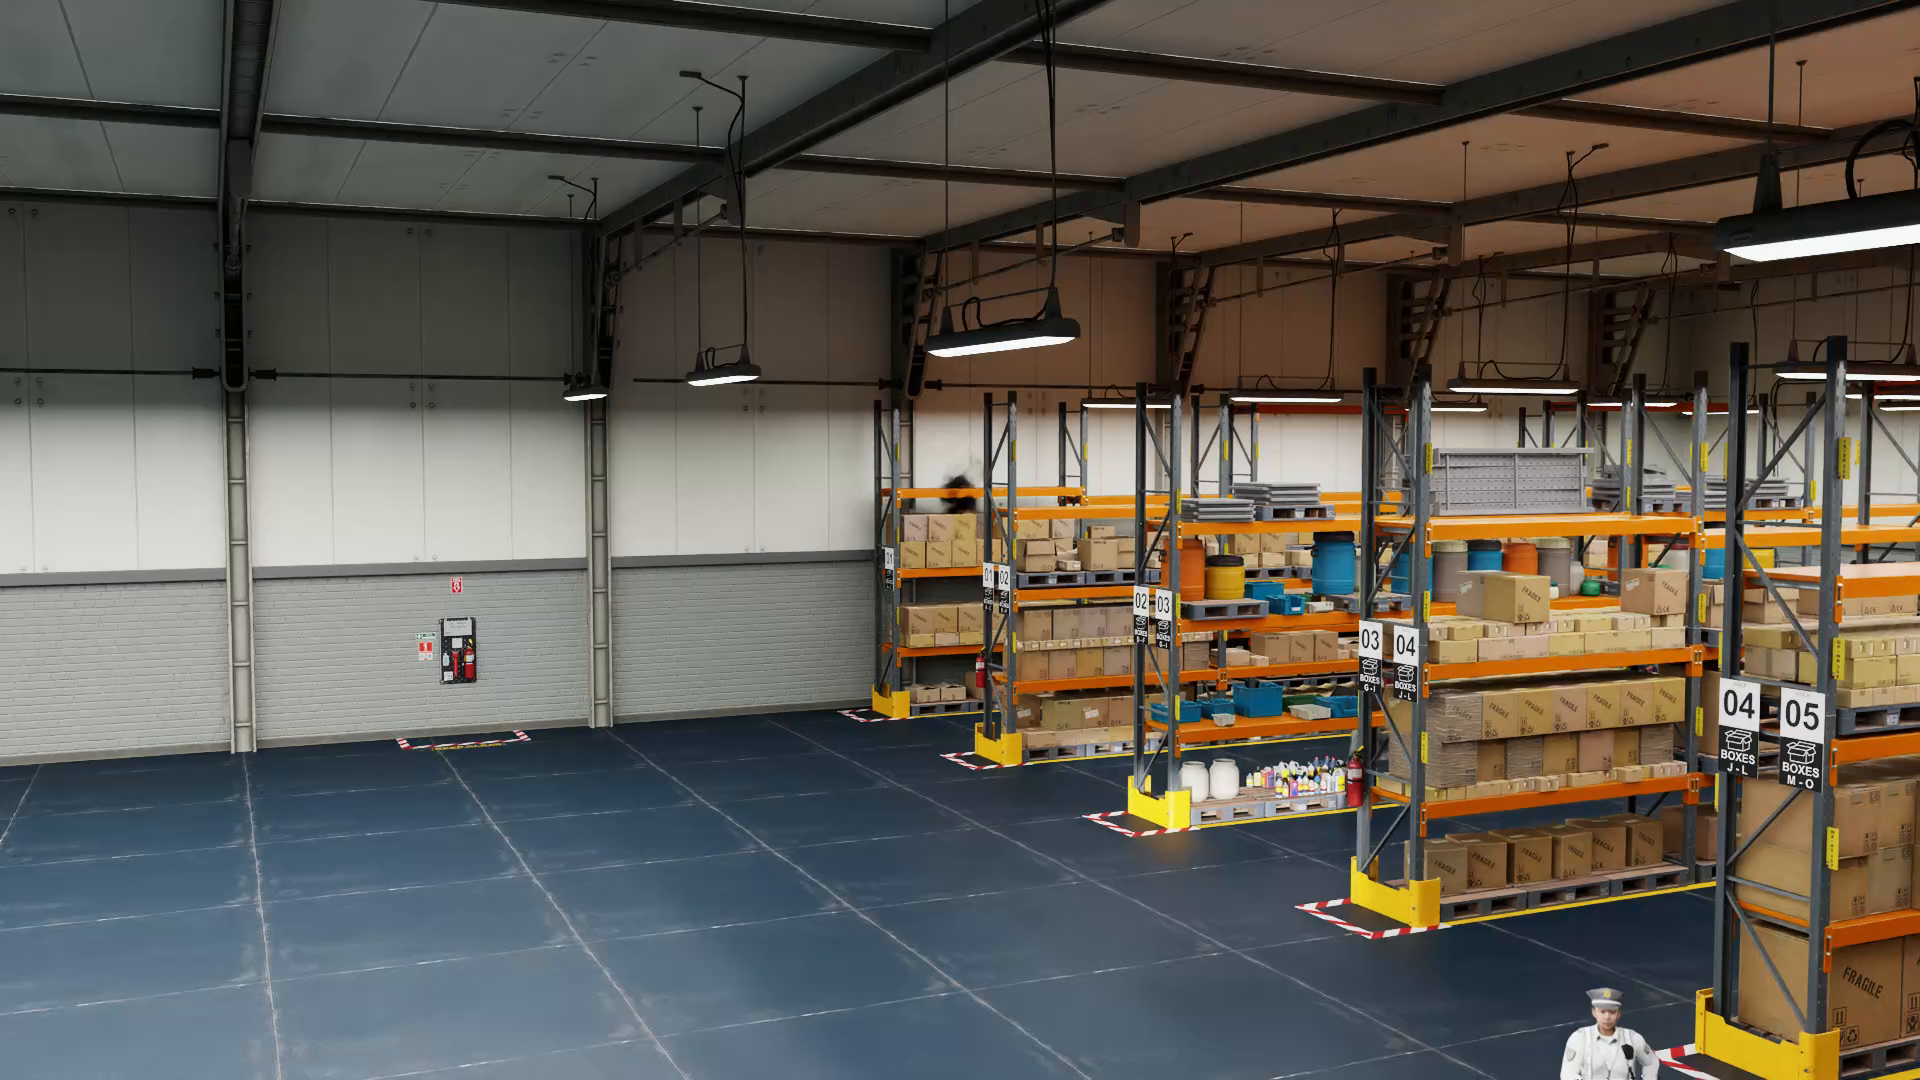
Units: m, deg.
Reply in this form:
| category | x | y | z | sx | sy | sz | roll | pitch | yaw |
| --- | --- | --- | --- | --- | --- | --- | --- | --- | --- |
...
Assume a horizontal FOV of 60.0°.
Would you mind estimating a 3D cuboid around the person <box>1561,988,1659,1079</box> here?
| category | x | y | z | sx | sy | sz | roll | pitch | yaw |
| --- | --- | --- | --- | --- | --- | --- | --- | --- | --- |
| person | 4.147 | 3.698 | 10.636 | 0.581 | 1.699 | 0.677 | 1 | 4 | 24 |

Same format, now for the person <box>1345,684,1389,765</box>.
| category | x | y | z | sx | sy | sz | roll | pitch | yaw |
| --- | --- | --- | --- | --- | --- | --- | --- | --- | --- |
| person | 6.550 | 2.751 | 26.650 | 0.960 | 1.665 | 0.560 | -2 | 4 | -33 |
